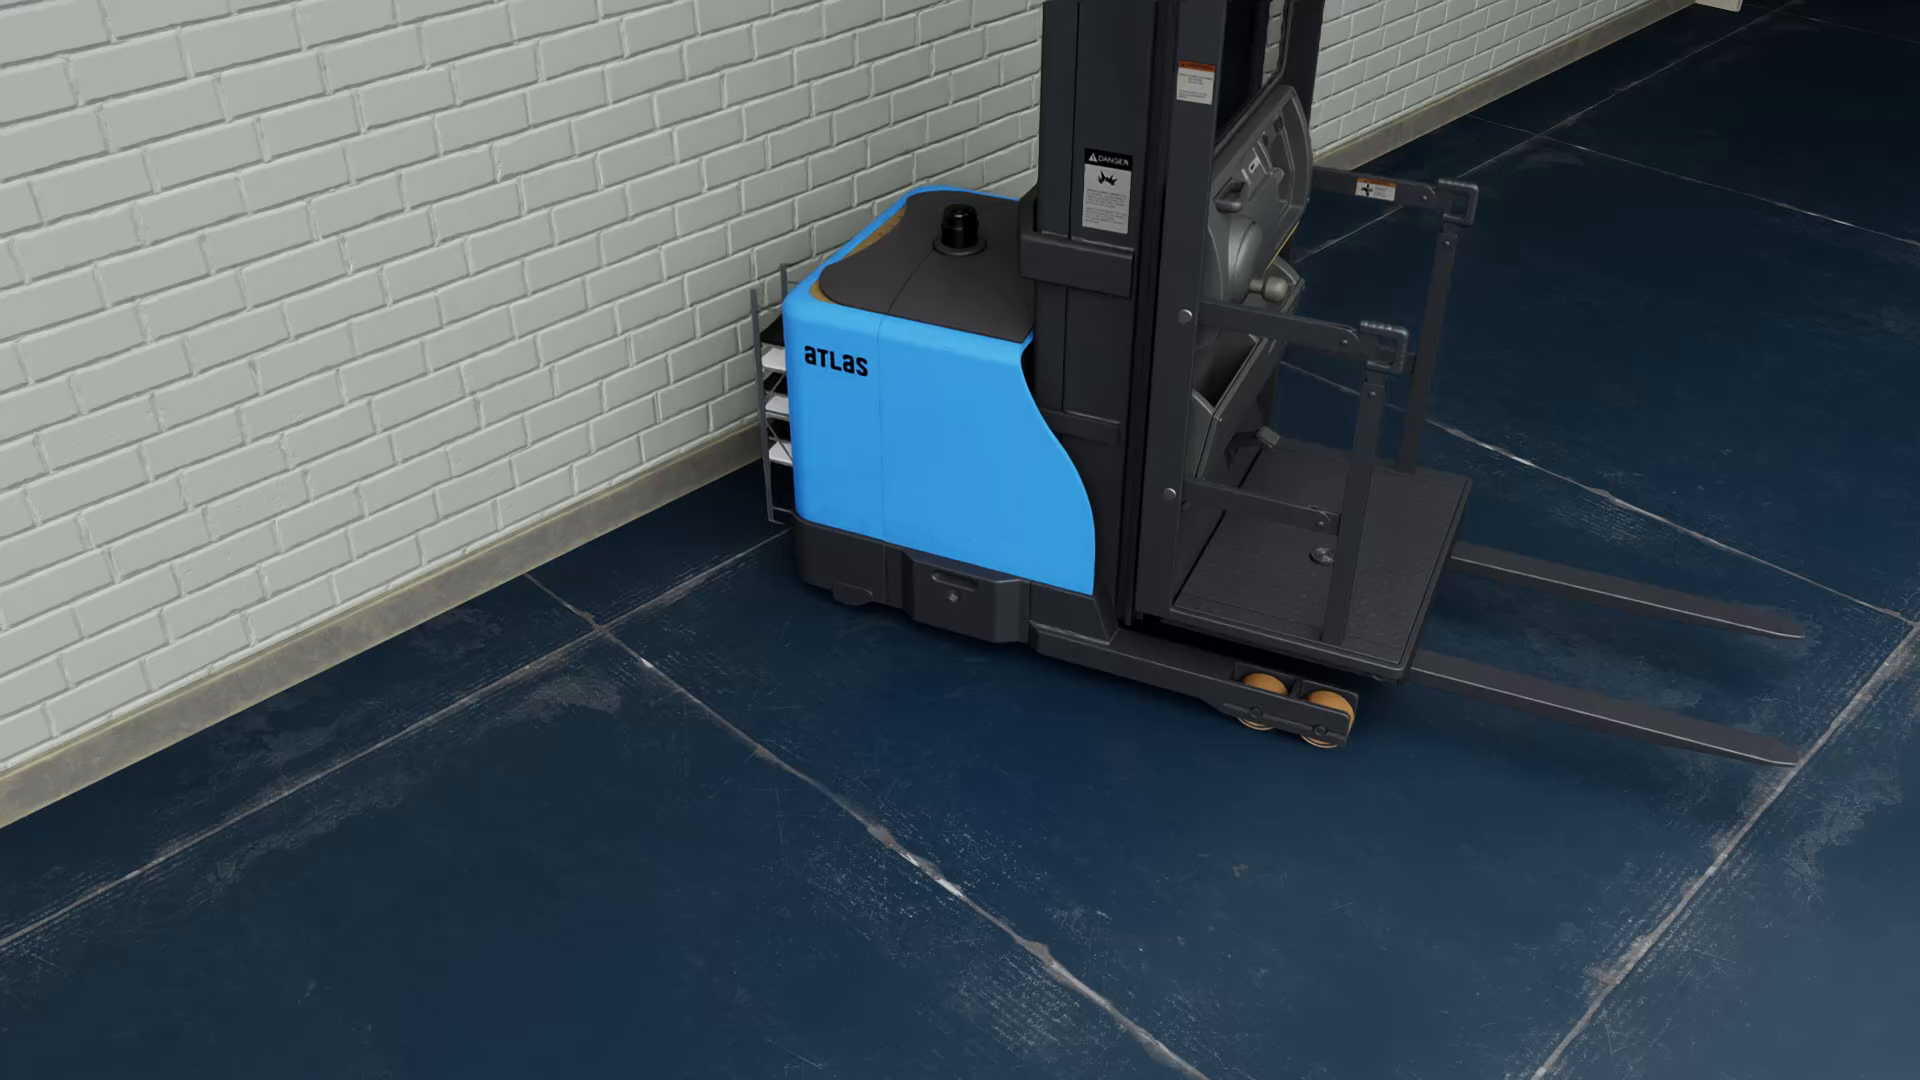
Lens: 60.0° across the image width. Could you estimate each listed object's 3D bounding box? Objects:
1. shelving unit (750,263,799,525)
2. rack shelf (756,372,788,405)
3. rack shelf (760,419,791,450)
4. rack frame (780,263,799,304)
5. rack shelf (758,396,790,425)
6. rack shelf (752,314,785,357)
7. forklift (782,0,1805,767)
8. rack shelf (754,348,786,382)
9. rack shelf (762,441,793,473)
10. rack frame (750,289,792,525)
[{"bbox_3d":[-0.523,-0.463,5.628,0.258,0.900,0.210,14,37,19],"label":"shelving unit"},{"bbox_3d":[-0.523,-0.510,5.595,0.258,0.077,0.200,14,37,19],"label":"rack shelf"},{"bbox_3d":[-0.523,-0.362,5.698,0.258,0.077,0.200,14,37,19],"label":"rack shelf"},{"bbox_3d":[-0.483,-0.517,5.704,0.240,0.900,0.006,14,37,19],"label":"rack frame"},{"bbox_3d":[-0.523,-0.436,5.647,0.258,0.077,0.200,14,37,19],"label":"rack shelf"},{"bbox_3d":[-0.523,-0.657,5.492,0.258,0.077,0.200,14,37,19],"label":"rack shelf"},{"bbox_3d":[1.016,-0.940,4.536,3.031,2.935,1.130,14,37,20],"label":"forklift"},{"bbox_3d":[-0.523,-0.584,5.544,0.258,0.077,0.200,14,37,19],"label":"rack shelf"},{"bbox_3d":[-0.523,-0.288,5.750,0.258,0.077,0.200,14,37,19],"label":"rack shelf"},{"bbox_3d":[-0.562,-0.410,5.551,0.240,0.900,0.006,14,37,19],"label":"rack frame"}]
